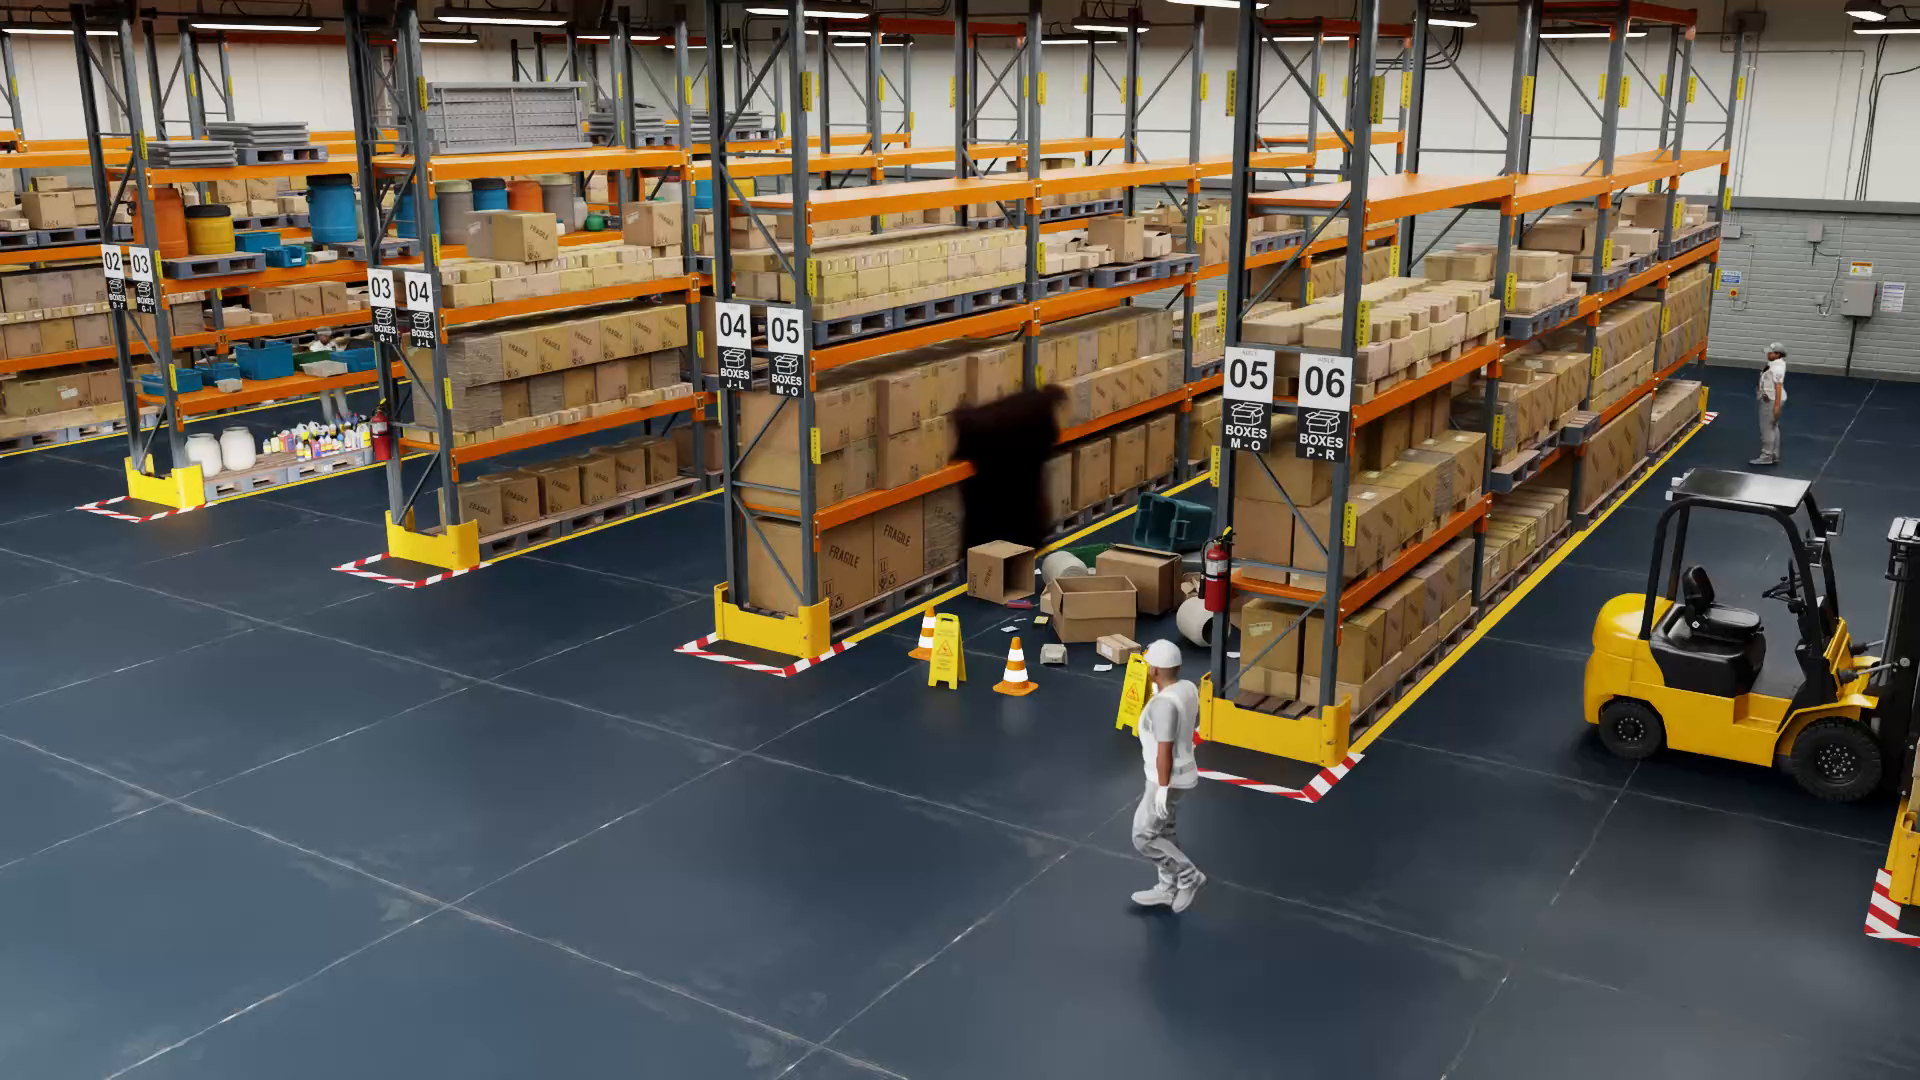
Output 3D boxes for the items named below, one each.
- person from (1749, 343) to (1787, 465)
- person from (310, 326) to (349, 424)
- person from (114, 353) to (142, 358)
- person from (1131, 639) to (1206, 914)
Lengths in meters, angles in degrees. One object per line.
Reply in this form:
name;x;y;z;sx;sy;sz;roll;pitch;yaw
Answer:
person;11.160;-1.891;22.907;0.395;1.665;0.535;11;19;34
person;-9.310;-2.333;24.545;0.510;1.673;0.377;-5;16;-16
person;-13.666;-3.099;27.317;0.550;1.708;0.348;-5;16;-18
person;1.311;1.503;10.409;0.485;1.779;0.578;0;16;-1
